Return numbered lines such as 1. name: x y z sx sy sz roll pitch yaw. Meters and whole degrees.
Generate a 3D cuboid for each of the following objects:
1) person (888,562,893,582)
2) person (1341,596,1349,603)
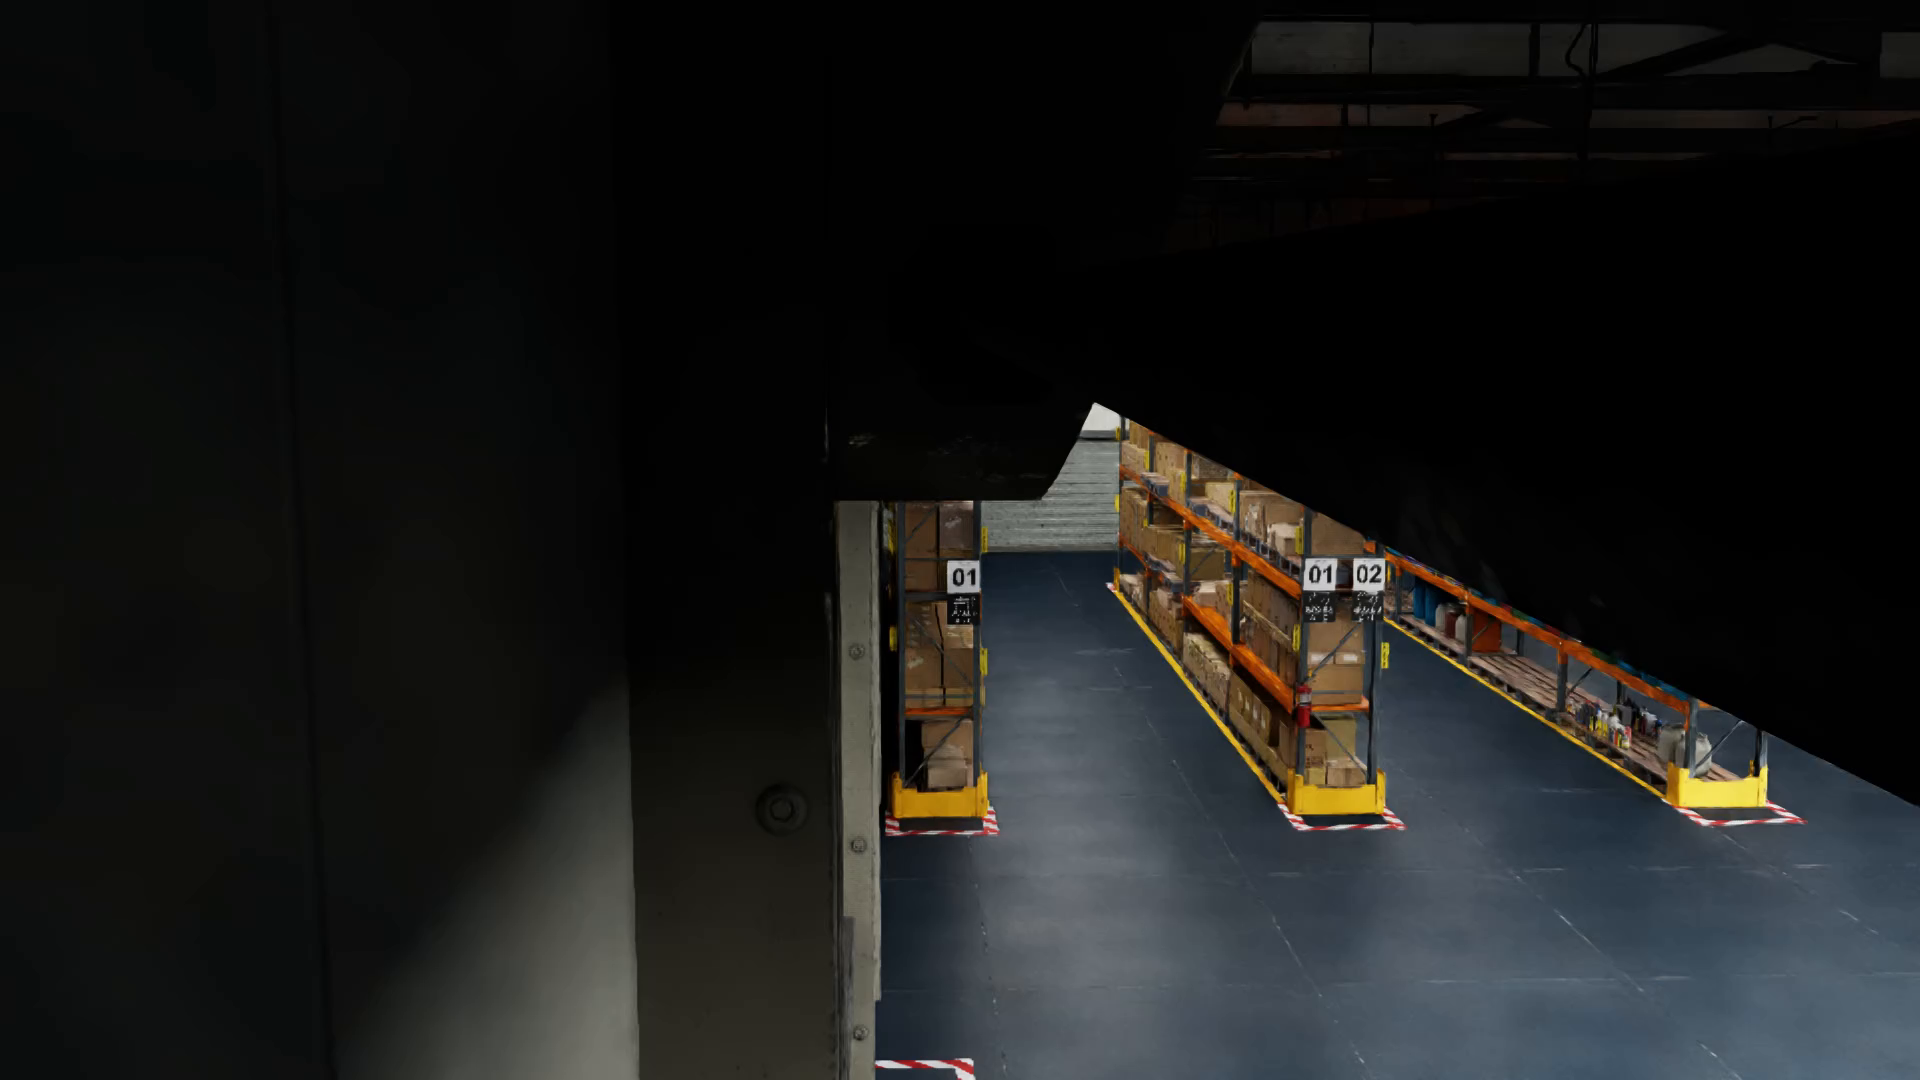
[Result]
1. person: -1.288 0.059 37.463 0.533 1.758 0.732 6 10 34
2. person: 7.482 0.759 33.031 0.541 1.647 1.115 0 8 0
